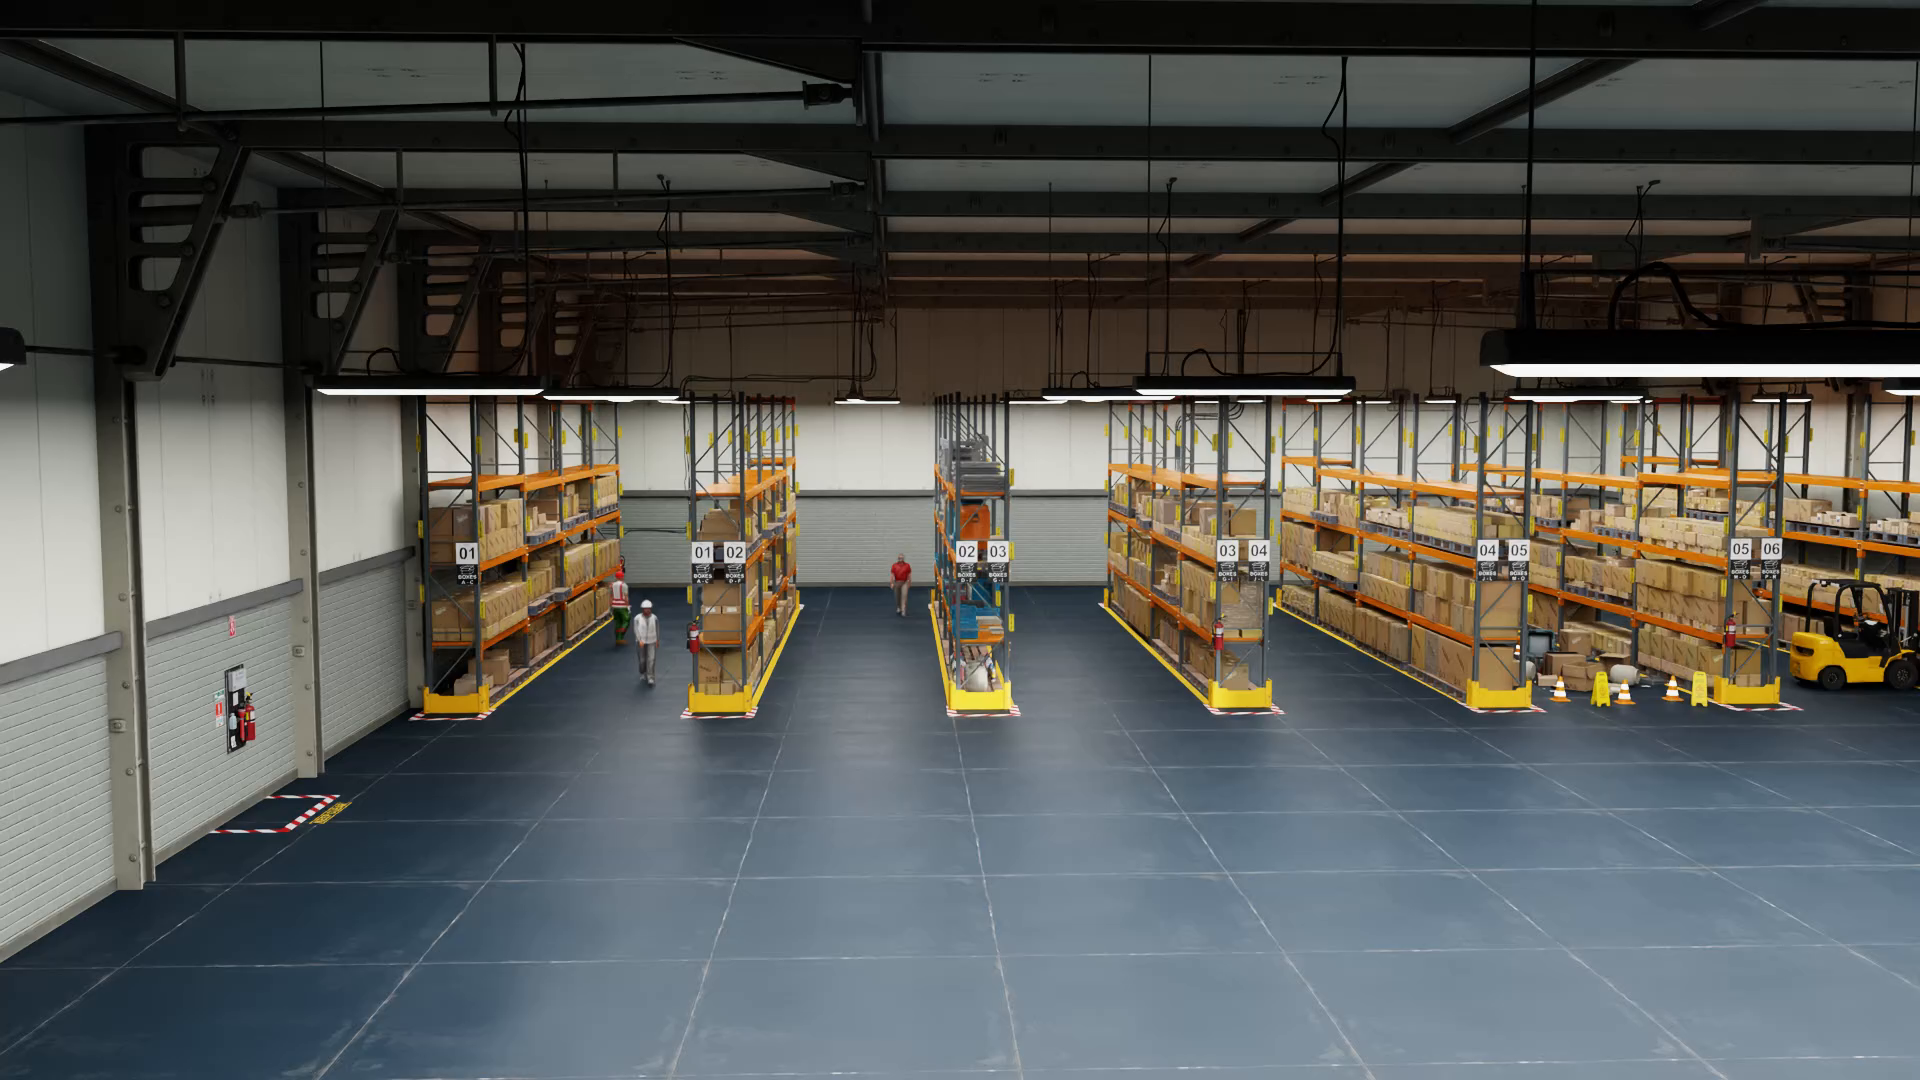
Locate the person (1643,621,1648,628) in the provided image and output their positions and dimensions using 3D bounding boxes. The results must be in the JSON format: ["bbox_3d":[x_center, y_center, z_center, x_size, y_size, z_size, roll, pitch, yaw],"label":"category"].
[{"bbox_3d":[16.719,1.732,40.092,0.482,1.579,0.534,-2,5,-26],"label":"person"}]

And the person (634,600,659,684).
[{"bbox_3d":[-6.463,2.098,34.347,0.537,1.710,1.015,-1,5,-17],"label":"person"}]

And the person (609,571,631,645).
[{"bbox_3d":[-8.194,1.634,39.997,0.595,1.790,0.515,2,5,27],"label":"person"}]

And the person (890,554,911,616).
[{"bbox_3d":[-1.626,1.213,45.603,0.569,1.656,1.077,0,5,1],"label":"person"}]

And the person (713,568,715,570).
[{"bbox_3d":[-7.209,0.961,48.294,0.498,1.770,0.564,0,5,-6],"label":"person"}]
